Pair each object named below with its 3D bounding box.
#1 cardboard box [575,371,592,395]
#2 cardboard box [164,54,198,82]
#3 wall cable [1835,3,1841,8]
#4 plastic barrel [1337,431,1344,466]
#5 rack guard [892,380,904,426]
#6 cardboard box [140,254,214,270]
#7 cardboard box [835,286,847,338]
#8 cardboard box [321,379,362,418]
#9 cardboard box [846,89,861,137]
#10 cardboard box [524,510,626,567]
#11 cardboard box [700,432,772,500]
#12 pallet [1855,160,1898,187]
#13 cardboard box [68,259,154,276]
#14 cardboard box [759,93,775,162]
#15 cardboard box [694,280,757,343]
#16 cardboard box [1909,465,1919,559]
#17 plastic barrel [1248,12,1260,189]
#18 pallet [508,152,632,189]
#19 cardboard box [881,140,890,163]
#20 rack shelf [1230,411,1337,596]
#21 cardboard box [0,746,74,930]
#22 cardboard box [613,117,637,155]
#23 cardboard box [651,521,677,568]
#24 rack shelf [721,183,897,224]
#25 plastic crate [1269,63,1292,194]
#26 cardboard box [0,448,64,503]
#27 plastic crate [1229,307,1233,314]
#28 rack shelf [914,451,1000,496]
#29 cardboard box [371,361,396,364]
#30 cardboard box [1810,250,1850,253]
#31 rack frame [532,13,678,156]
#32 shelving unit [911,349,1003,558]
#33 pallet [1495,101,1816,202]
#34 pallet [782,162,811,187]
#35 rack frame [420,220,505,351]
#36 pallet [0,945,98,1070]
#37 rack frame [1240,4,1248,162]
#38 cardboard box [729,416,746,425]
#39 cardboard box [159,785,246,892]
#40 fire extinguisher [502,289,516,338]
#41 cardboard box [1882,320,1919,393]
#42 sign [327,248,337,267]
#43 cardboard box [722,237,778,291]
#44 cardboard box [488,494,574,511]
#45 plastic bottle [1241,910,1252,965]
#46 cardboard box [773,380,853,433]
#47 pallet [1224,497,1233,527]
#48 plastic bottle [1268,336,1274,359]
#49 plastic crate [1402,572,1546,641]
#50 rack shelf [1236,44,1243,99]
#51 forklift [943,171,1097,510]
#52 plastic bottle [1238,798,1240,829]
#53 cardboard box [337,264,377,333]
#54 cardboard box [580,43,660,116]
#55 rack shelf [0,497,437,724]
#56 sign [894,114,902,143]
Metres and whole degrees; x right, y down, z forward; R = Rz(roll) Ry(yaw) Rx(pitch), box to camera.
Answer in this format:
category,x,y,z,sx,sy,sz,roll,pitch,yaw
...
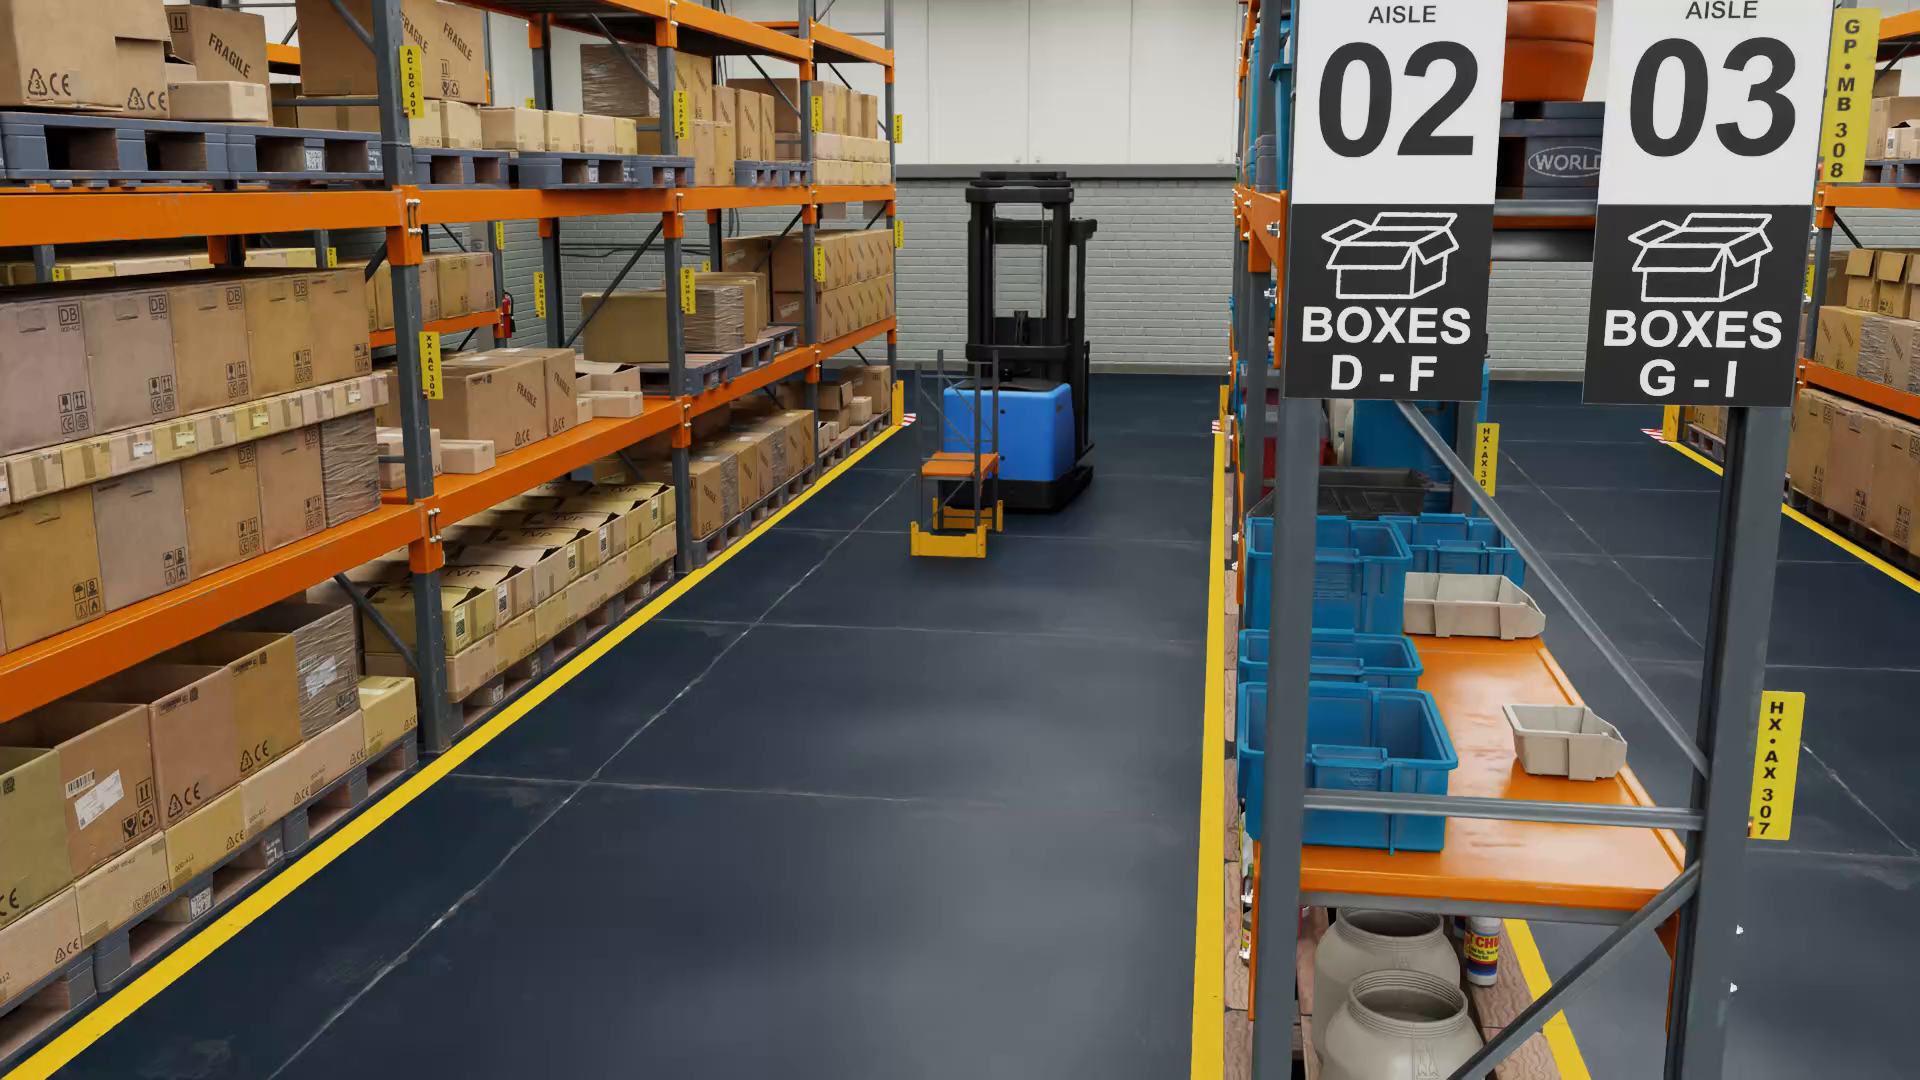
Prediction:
category,x,y,z,sx,sy,sz,roll,pitch,yaw
cardboard box,-2.824,-1.010,11.273,0.500,0.311,0.500,2,12,8
cardboard box,-3.532,-1.889,6.900,0.500,0.311,0.500,1,12,6
wall cable,12.798,-8.148,22.305,2.277,5.999,0.120,2,12,9
plastic barrel,2.138,-0.443,8.756,0.301,0.262,0.301,0,12,0
rack guard,-1.277,-1.661,20.015,1.175,0.500,0.348,2,12,9
cardboard box,-6.839,-2.373,14.613,0.500,0.250,0.500,2,12,7
cardboard box,-1.457,-2.319,16.898,0.500,0.500,0.500,2,12,10
cardboard box,-2.981,-0.652,7.622,0.380,0.149,0.250,2,12,7
cardboard box,-1.459,-4.587,17.926,0.700,0.500,0.500,2,12,9
cardboard box,-2.487,-0.039,10.751,0.500,0.311,0.500,2,12,8
cardboard box,-1.911,-0.635,14.207,0.500,0.500,0.500,1,12,7
pallet,7.815,-2.925,13.280,0.805,0.209,1.217,1,12,6
cardboard box,-6.984,-2.162,13.635,0.500,0.250,0.500,2,12,8
cardboard box,-2.030,-3.733,15.105,0.600,0.600,0.600,1,12,3
cardboard box,-2.091,-1.951,14.191,0.700,0.500,0.500,-1,12,-6
cardboard box,7.419,-0.222,11.448,1.225,0.875,0.875,1,12,6
plastic barrel,1.748,-2.200,8.273,0.600,0.901,0.600,0,12,0
pallet,-2.680,-2.231,10.052,1.003,0.211,1.213,2,12,11
cardboard box,-1.092,-4.421,18.938,0.500,0.250,0.500,2,12,9
rack shelf,2.091,-0.304,9.494,1.077,0.370,4.000,2,12,9
cardboard box,-3.348,0.995,5.505,0.500,0.500,0.500,2,12,9
cardboard box,-2.510,-2.736,11.307,0.500,0.250,0.500,1,12,4
cardboard box,-2.335,0.023,11.799,0.500,0.250,0.500,2,12,10
rack shelf,-1.573,-3.597,17.653,1.077,0.370,4.000,2,12,9
plastic crate,1.164,-1.272,5.195,0.392,0.384,0.575,2,12,9
cardboard box,-3.295,-0.224,5.636,0.380,0.149,0.250,1,12,7
plastic crate,3.017,-2.308,17.338,0.416,0.233,0.300,2,12,9
rack shelf,-0.013,-0.540,13.291,0.538,0.185,1.000,2,12,9
cardboard box,-6.580,-1.926,18.708,0.380,0.149,0.250,2,12,8
cardboard box,8.393,-2.485,15.776,0.500,0.500,0.500,1,12,7
rack frame,-2.495,-4.166,11.466,1.000,3.000,0.127,2,12,9
shelving unit,-0.012,-0.717,13.262,0.587,1.500,1.083,2,12,9
pallet,1.392,-0.950,4.111,1.003,0.211,1.213,2,12,9
pallet,-2.050,-3.307,15.046,1.213,0.211,1.003,2,12,9
rack frame,-6.160,-3.059,20.567,1.000,3.000,0.127,2,12,9
pallet,-3.650,1.634,5.409,1.003,0.211,1.213,2,12,9
rack frame,3.014,-4.838,14.582,1.000,3.000,0.127,2,12,9
cardboard box,-2.266,-0.855,15.231,0.500,0.500,0.500,2,12,9
cardboard box,-3.191,1.154,6.549,0.500,0.250,0.500,2,12,9
fire extinguisher,-5.681,-2.855,20.690,0.296,0.674,0.183,2,12,9
cardboard box,7.362,-1.389,12.583,0.500,0.500,0.500,2,12,10
sign,-6.238,-2.738,16.517,0.100,0.325,0.005,2,12,9
cardboard box,-2.058,-2.718,16.373,0.500,0.500,0.500,2,12,9
cardboard box,-2.939,-0.160,11.314,0.500,0.311,0.500,2,12,7
plastic bottle,1.017,1.349,5.711,0.097,0.201,0.097,0,12,0
cardboard box,-1.596,-1.452,17.994,0.797,0.503,0.637,2,12,9
pallet,2.669,-0.128,13.586,1.003,0.211,1.213,2,12,9
plastic bottle,2.574,-1.563,13.920,0.152,0.276,0.135,2,12,9
plastic crate,1.784,0.235,5.907,0.530,0.136,0.437,2,12,9
rack shelf,3.321,-4.707,16.631,1.077,0.370,4.000,2,12,9
forklift,0.669,-1.965,15.656,1.130,2.935,3.031,3,13,13
plastic bottle,1.220,1.034,6.819,0.144,0.351,0.185,1,12,6
cardboard box,-6.676,-2.485,17.193,0.980,0.700,0.700,2,12,10
cardboard box,-2.422,-3.328,12.087,0.500,0.500,0.500,2,12,9
rack shelf,-3.418,0.367,6.378,1.077,0.370,4.000,2,12,9
sign,-0.720,-4.776,19.313,0.100,0.325,0.005,2,12,9
